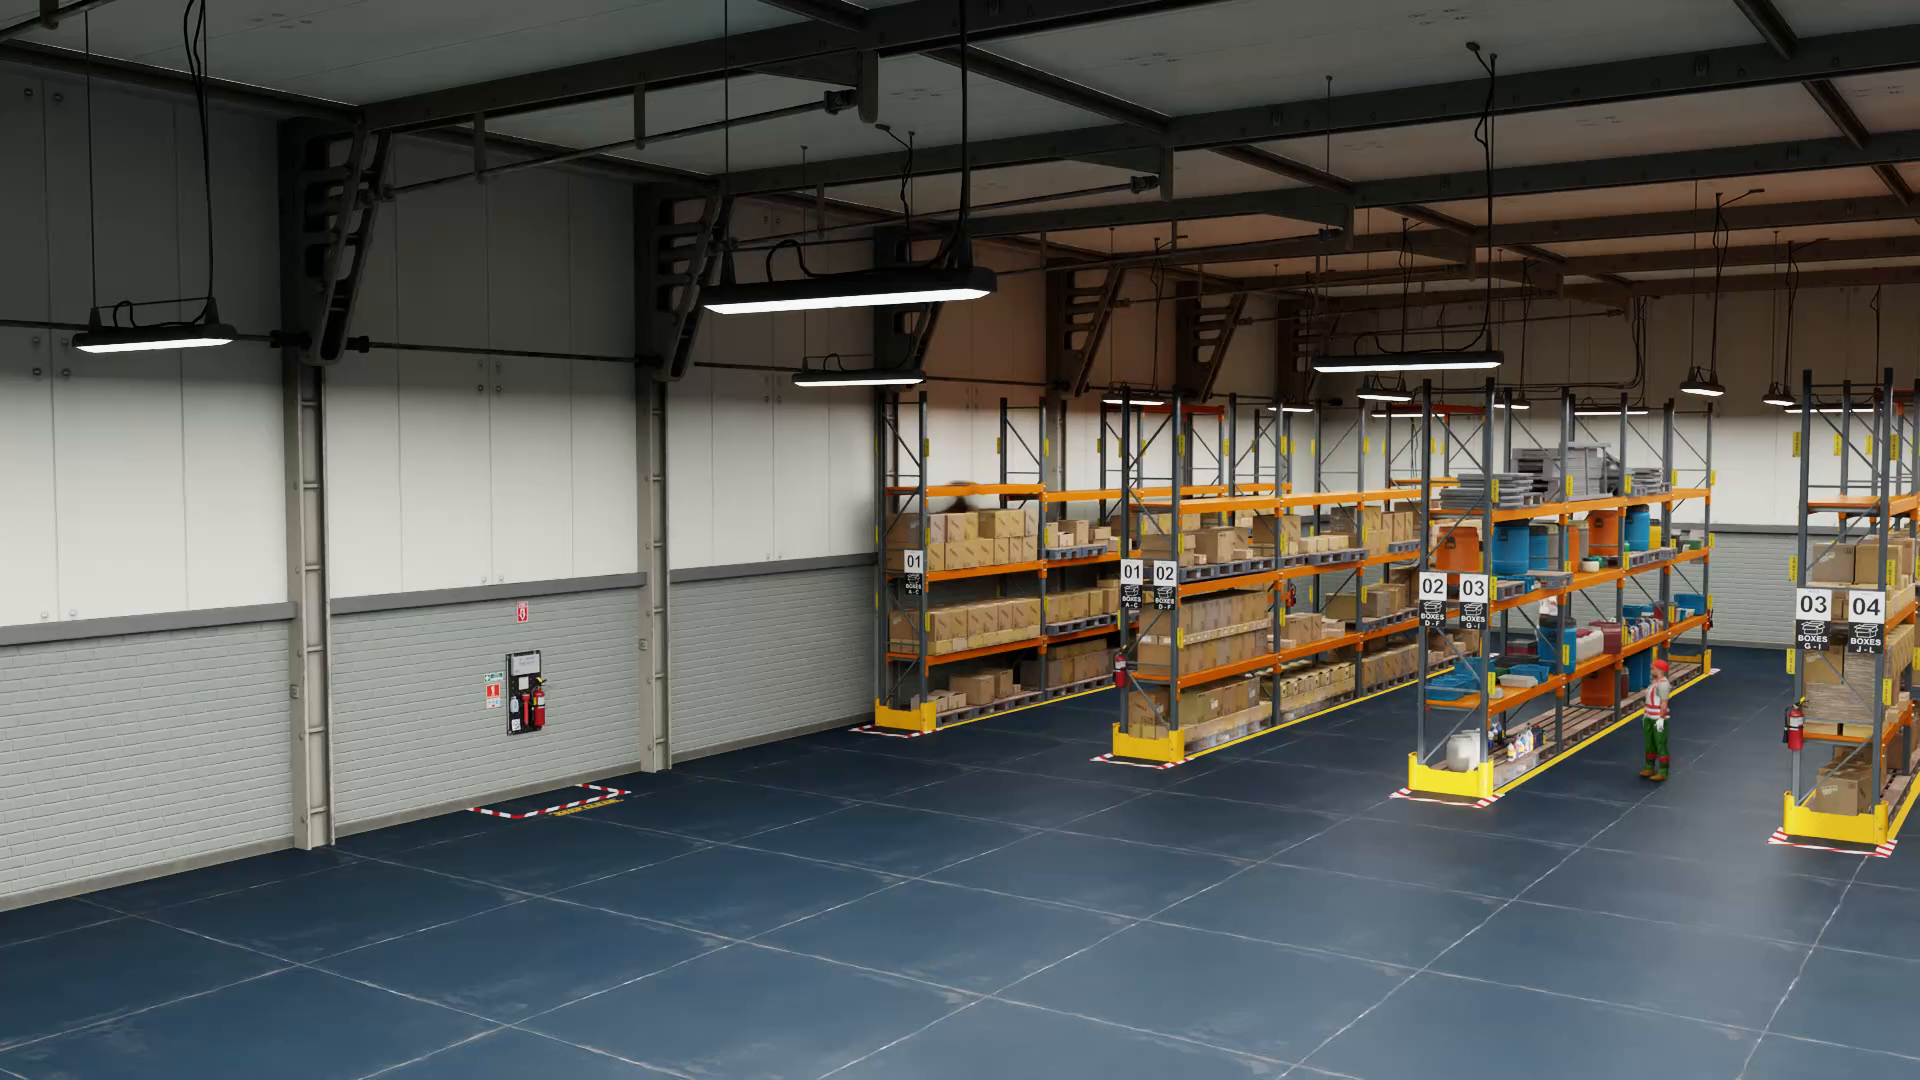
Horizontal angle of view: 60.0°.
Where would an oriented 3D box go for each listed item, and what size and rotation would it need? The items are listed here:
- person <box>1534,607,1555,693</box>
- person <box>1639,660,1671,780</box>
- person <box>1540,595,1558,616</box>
[{"bbox_3d":[11.828,2.239,33.947,0.627,1.760,0.574,1,3,20],"label":"person"},{"bbox_3d":[10.532,2.702,25.151,0.393,1.795,0.598,-1,3,-10],"label":"person"},{"bbox_3d":[14.585,1.832,40.984,0.643,1.762,0.919,2,4,28],"label":"person"}]
